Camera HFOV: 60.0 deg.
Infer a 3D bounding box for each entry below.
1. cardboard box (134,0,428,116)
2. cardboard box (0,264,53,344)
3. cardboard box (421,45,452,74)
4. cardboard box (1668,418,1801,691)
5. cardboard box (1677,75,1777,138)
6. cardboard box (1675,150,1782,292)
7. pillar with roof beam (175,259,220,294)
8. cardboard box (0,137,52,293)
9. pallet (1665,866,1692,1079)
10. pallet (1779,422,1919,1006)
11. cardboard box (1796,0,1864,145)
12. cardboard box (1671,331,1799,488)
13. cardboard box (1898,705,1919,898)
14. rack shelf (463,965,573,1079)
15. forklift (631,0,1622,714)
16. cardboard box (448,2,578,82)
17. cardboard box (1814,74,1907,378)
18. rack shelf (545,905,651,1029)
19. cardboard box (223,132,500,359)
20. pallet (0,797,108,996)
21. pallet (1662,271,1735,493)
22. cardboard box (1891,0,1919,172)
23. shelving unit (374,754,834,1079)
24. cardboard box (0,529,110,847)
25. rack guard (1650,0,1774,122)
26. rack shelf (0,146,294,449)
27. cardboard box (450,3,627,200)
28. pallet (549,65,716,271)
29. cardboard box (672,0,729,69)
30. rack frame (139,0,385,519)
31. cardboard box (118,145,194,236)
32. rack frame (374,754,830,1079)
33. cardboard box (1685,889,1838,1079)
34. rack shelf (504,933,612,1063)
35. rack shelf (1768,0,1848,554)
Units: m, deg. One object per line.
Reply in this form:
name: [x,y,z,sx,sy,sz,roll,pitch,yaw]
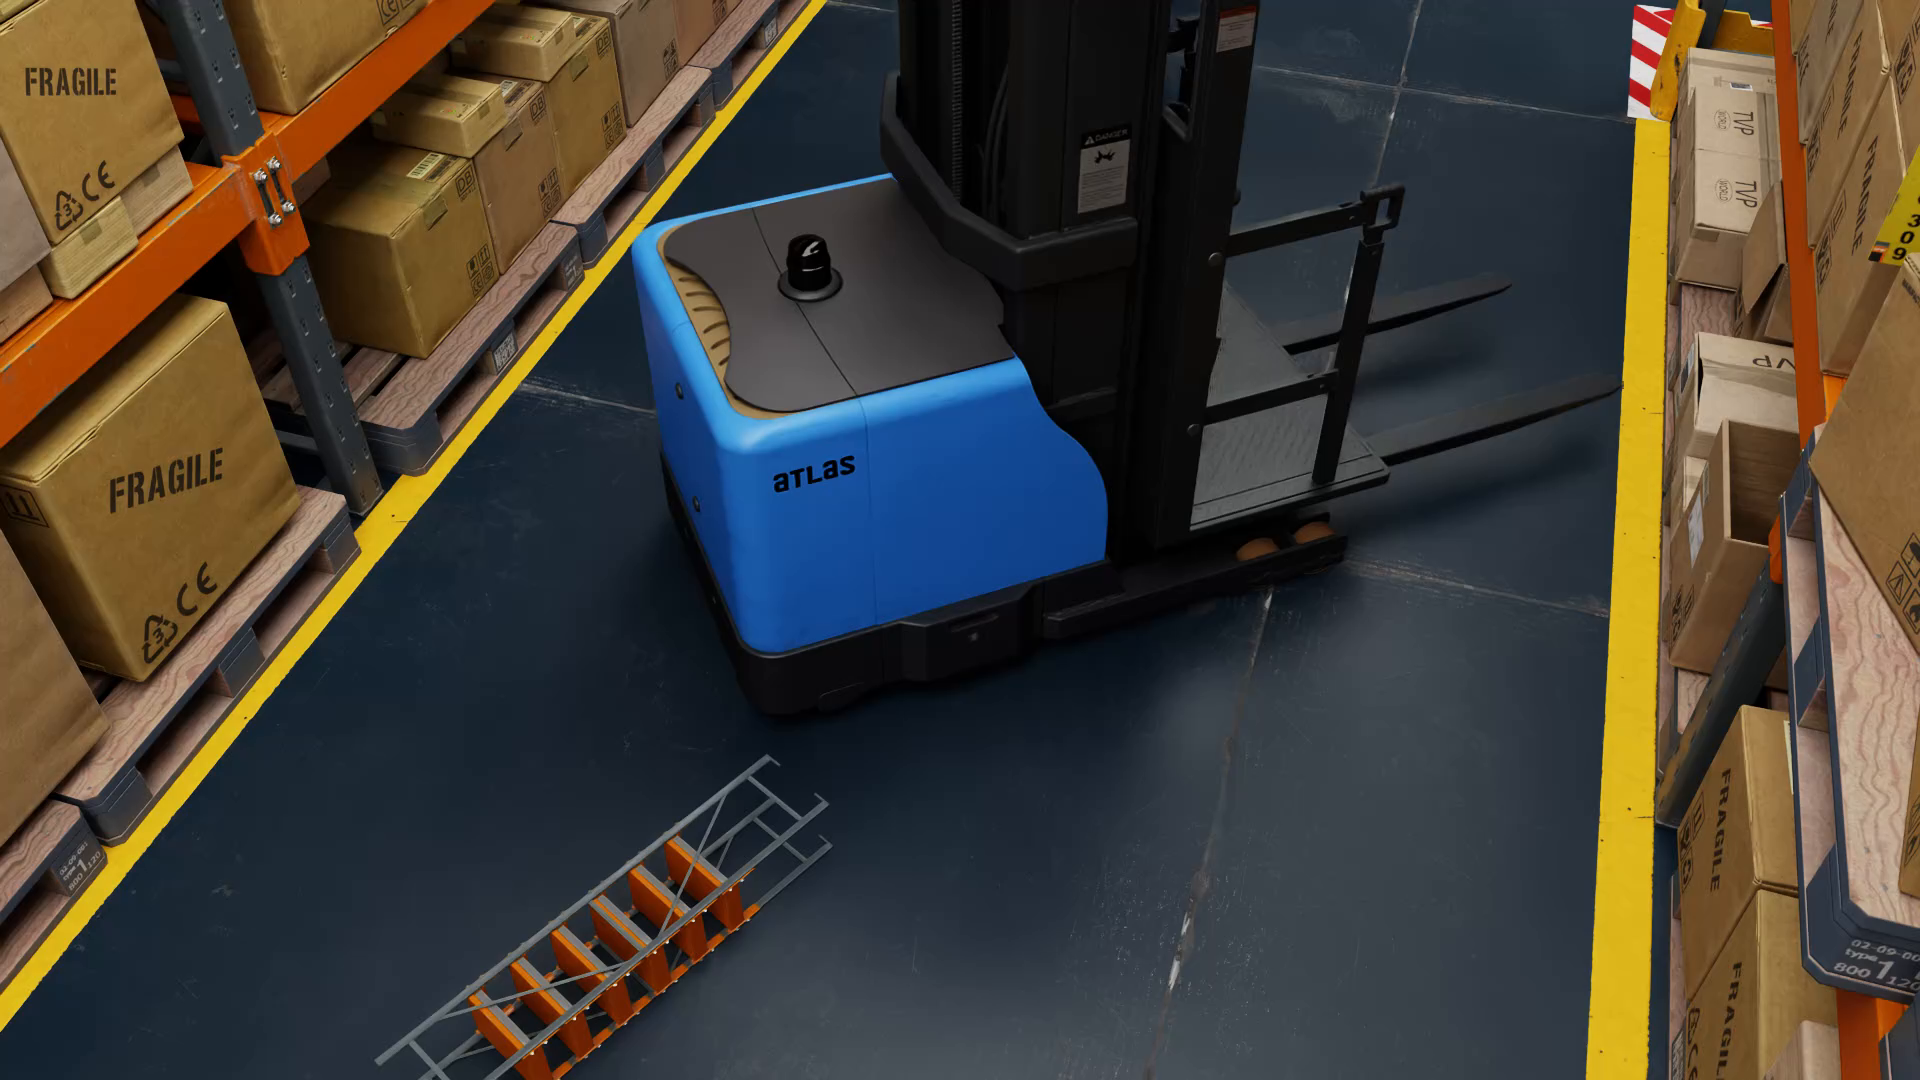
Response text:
cardboard box: [-2.183,-1.752,4.682,0.980,0.700,0.700,13,46,13]
cardboard box: [-2.371,-0.583,3.866,0.380,0.149,0.250,14,46,14]
cardboard box: [-2.035,-1.725,5.891,0.380,0.149,0.250,11,45,11]
cardboard box: [2.261,0.056,4.521,0.500,0.500,0.500,13,46,13]
cardboard box: [3.040,-1.678,6.531,0.380,0.166,0.250,13,46,13]
cardboard box: [2.832,-1.112,5.893,0.500,0.250,0.500,13,46,13]
pillar with roof beam: [1.127,-3.169,2.055,9.100,9.000,0.400,13,46,13]
cardboard box: [-2.408,-0.733,3.556,0.500,0.500,0.500,13,46,13]
pallet: [2.149,1.307,3.764,1.003,0.211,1.213,13,46,13]
pallet: [2.013,0.338,2.897,1.003,0.211,1.213,13,46,13]
cardboard box: [2.574,-1.350,4.414,0.500,0.500,0.500,14,46,13]
cardboard box: [2.488,-0.376,5.098,0.500,0.311,0.500,13,46,13]
cardboard box: [1.855,0.314,2.413,0.700,0.500,0.500,19,48,19]
rack shelf: [-1.047,1.159,3.927,0.258,0.180,0.103,33,53,29]
forklift: [0.644,-1.219,4.401,3.031,2.935,1.130,-16,47,-15]
cardboard box: [-1.604,-1.790,5.958,0.380,0.149,0.250,11,46,11]
cardboard box: [2.266,-0.664,3.712,0.500,0.500,0.500,13,46,13]
rack shelf: [-0.883,1.036,4.053,0.258,0.180,0.103,33,53,29]
cardboard box: [-2.039,-1.020,5.635,0.700,0.500,0.500,13,46,13]
pallet: [-2.893,1.056,4.020,1.003,0.211,1.213,13,46,13]
pallet: [2.936,-0.517,5.627,1.003,0.211,1.213,13,46,13]
cardboard box: [2.265,-1.025,3.367,0.500,0.500,0.500,13,46,13]
shelving unit: [-0.832,0.997,4.092,0.258,0.189,1.200,33,53,29]
cardboard box: [-2.703,0.385,3.948,0.750,0.750,0.750,14,46,14]
rack guard: [3.547,-1.962,6.898,1.175,0.500,0.348,13,46,13]
rack shelf: [-2.969,0.303,3.310,1.077,0.370,4.000,13,46,13]
cardboard box: [-1.726,-1.696,6.326,0.700,0.500,0.500,14,46,13]
pallet: [-1.691,-1.596,6.731,1.003,0.211,1.213,13,46,12]
cardboard box: [-1.420,-2.389,7.033,0.700,0.500,0.500,12,46,12]
rack frame: [-2.363,-1.287,4.420,1.000,3.000,0.127,13,46,13]
cardboard box: [-2.196,-0.919,4.210,0.380,0.149,0.250,13,46,13]
rack frame: [-0.832,0.932,4.028,0.240,0.006,1.200,33,53,29]
cardboard box: [1.829,1.125,3.429,0.500,0.500,0.500,13,46,13]
rack shelf: [-0.965,1.097,3.990,0.258,0.180,0.103,33,53,29]
rack shelf: [2.965,-1.316,4.965,1.077,0.370,4.000,13,46,13]
